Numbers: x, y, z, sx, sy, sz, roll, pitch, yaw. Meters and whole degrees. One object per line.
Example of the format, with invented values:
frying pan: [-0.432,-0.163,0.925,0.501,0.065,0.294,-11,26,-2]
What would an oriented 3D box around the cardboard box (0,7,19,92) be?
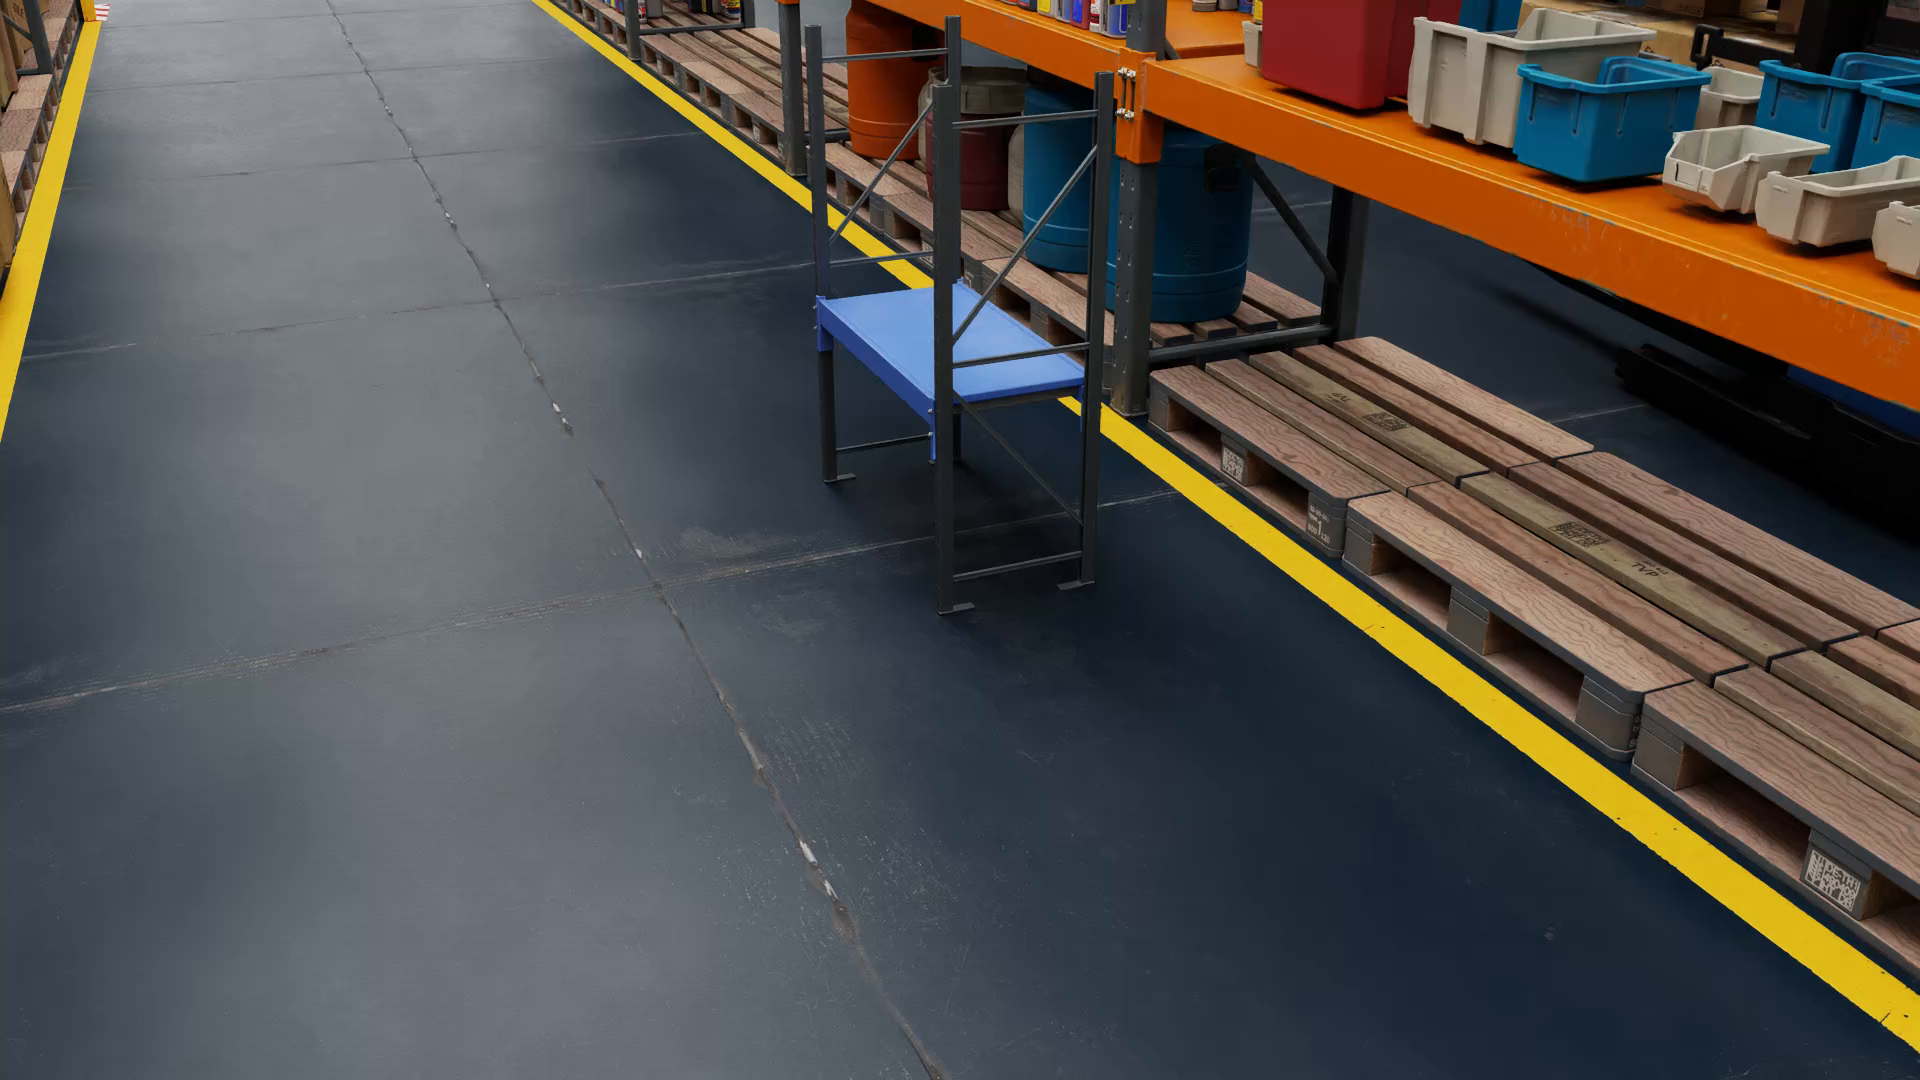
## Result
cardboard box: [-6.422,-3.105,10.538,0.700,0.500,0.500,-13,29,-25]

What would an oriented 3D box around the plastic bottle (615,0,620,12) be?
plastic bottle: [-2.780,-4.457,13.554,0.061,0.283,0.133,-9,27,-17]

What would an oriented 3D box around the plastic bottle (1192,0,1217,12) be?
plastic bottle: [0.966,-2.185,6.533,0.097,0.201,0.097,0,26,0]

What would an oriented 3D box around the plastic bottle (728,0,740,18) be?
plastic bottle: [-1.807,-4.309,13.264,0.097,0.271,0.097,0,26,0]

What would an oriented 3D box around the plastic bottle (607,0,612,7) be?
plastic bottle: [-2.864,-4.592,13.838,0.152,0.276,0.135,-10,28,-20]

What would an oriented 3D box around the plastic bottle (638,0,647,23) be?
plastic bottle: [-2.514,-4.166,13.052,0.097,0.201,0.097,0,26,0]

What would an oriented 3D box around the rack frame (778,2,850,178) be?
rack frame: [-0.519,-3.518,9.037,1.000,3.000,0.127,-11,28,-21]

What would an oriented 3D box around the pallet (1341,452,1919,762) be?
pallet: [1.853,0.133,4.737,1.003,0.211,1.213,-11,28,-21]

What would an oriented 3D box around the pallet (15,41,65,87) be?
pallet: [-6.938,-3.294,11.756,1.003,0.211,1.213,-11,28,-21]

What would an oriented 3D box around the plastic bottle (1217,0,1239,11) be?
plastic bottle: [1.073,-2.248,6.576,0.152,0.276,0.135,-11,28,-21]

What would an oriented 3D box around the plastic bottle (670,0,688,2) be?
plastic bottle: [-2.387,-4.716,14.094,0.152,0.276,0.135,-11,28,-21]

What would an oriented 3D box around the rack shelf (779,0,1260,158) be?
rack shelf: [0.264,-2.388,7.541,1.077,0.370,4.000,-11,28,-21]

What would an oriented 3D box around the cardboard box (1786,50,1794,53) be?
cardboard box: [4.768,-2.381,9.055,0.500,0.500,0.500,-10,28,-20]

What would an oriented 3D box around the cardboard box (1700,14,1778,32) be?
cardboard box: [4.825,-2.896,10.110,0.500,0.500,0.500,-12,28,-22]

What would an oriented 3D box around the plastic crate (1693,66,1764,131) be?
plastic crate: [2.006,-1.161,4.441,0.293,0.136,0.466,-11,28,-21]

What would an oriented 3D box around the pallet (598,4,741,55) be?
pallet: [-2.310,-4.158,13.526,1.003,0.211,1.213,-11,28,-21]

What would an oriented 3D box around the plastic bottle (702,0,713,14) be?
plastic bottle: [-2.056,-4.421,13.481,0.061,0.283,0.133,-11,28,-21]

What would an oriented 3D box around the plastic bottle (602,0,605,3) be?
plastic bottle: [-2.976,-4.674,14.012,0.097,0.271,0.097,0,26,0]

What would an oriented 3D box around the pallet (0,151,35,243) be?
pallet: [-5.381,-1.730,8.553,1.003,0.211,1.213,-11,28,-21]

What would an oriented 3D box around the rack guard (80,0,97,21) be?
rack guard: [-8.180,-4.743,14.395,1.175,0.500,0.348,-11,28,-21]

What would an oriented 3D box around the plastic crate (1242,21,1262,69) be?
plastic crate: [1.098,-1.600,5.339,0.396,0.136,0.243,-11,28,-21]

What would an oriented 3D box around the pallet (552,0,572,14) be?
pallet: [-3.266,-5.143,15.544,1.003,0.211,1.213,-11,28,-21]

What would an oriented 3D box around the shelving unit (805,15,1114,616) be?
shelving unit: [-0.033,-0.708,4.991,0.538,1.500,1.048,-11,28,-21]

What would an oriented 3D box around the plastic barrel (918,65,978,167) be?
plastic barrel: [-0.008,-2.182,8.657,0.421,0.512,0.421,0,26,0]

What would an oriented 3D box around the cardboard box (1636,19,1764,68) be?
cardboard box: [4.358,-2.796,9.905,0.500,0.500,0.500,-11,28,-21]

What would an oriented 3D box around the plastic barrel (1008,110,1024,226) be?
plastic barrel: [0.434,-1.726,7.723,0.421,0.512,0.421,0,26,0]

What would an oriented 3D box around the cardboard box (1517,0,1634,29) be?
cardboard box: [3.956,-3.209,10.752,0.500,0.500,0.500,-9,28,-18]

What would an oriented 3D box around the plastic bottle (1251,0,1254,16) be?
plastic bottle: [1.182,-2.133,6.426,0.097,0.201,0.097,0,26,0]

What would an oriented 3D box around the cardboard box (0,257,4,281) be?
cardboard box: [-4.483,-1.258,6.351,1.225,0.875,0.875,-10,28,-20]

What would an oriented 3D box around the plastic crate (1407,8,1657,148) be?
plastic crate: [1.476,-1.229,4.415,0.437,0.282,0.530,-11,28,-21]

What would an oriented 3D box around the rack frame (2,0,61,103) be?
rack frame: [-6.643,-4.282,10.602,1.000,3.000,0.127,-11,28,-21]

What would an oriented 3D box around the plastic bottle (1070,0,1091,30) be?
plastic bottle: [0.463,-2.040,6.143,0.061,0.283,0.133,-11,28,-21]

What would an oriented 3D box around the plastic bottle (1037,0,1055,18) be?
plastic bottle: [0.386,-2.196,6.386,0.144,0.351,0.185,-11,28,-21]

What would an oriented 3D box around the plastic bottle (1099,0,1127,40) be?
plastic bottle: [0.596,-1.951,5.969,0.152,0.276,0.135,-11,28,-21]

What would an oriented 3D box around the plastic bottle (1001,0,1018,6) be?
plastic bottle: [0.255,-2.302,6.688,0.152,0.276,0.135,-11,28,-21]

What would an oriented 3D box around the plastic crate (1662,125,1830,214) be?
plastic crate: [1.763,-0.839,3.782,0.298,0.136,0.250,-11,28,-21]

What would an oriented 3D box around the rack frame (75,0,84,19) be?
rack frame: [-8.209,-5.897,13.909,1.000,3.000,0.127,-11,28,-21]

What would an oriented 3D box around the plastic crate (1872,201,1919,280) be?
plastic crate: [2.028,-0.615,3.322,0.396,0.136,0.243,-11,28,-21]

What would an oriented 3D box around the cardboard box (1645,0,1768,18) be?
cardboard box: [4.648,-3.420,10.329,0.500,0.250,0.500,-9,28,-19]

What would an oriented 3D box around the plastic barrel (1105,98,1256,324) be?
plastic barrel: [0.850,-1.372,6.554,0.600,0.901,0.708,-11,28,-21]

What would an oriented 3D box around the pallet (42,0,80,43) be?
pallet: [-7.894,-4.279,13.774,1.003,0.211,1.213,-11,28,-21]

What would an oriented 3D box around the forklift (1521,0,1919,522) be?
forklift: [3.188,-1.848,5.695,1.130,2.935,3.031,-7,27,-15]

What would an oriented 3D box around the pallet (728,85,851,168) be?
pallet: [-0.787,-2.585,10.303,1.003,0.211,1.213,-11,28,-21]

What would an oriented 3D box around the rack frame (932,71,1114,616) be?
rack frame: [0.166,-0.503,4.571,0.500,1.500,0.032,-11,28,-21]

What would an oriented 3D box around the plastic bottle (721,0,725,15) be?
plastic bottle: [-1.887,-4.359,13.448,0.097,0.201,0.097,0,26,0]

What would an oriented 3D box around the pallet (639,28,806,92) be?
pallet: [-1.742,-3.570,12.321,1.003,0.211,1.213,-11,28,-21]

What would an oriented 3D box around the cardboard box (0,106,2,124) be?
cardboard box: [-6.033,-2.683,9.675,0.700,0.500,0.500,-13,29,-25]

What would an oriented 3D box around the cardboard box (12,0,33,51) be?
cardboard box: [-6.994,-3.746,11.874,0.500,0.500,0.500,-2,26,-4]

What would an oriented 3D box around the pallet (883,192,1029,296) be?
pallet: [0.302,-1.462,8.005,1.003,0.211,1.213,-11,28,-21]

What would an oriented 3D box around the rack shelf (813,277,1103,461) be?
rack shelf: [-0.033,-0.547,5.070,0.538,0.185,1.000,-11,28,-21]

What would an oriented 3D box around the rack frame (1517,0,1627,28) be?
rack frame: [4.040,-4.368,10.777,1.000,3.000,0.127,-11,28,-21]

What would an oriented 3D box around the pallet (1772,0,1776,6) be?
pallet: [7.337,-5.268,15.800,1.003,0.211,1.213,-11,28,-21]

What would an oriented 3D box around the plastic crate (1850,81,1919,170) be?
plastic crate: [2.305,-0.928,3.855,0.416,0.233,0.300,-11,28,-21]
